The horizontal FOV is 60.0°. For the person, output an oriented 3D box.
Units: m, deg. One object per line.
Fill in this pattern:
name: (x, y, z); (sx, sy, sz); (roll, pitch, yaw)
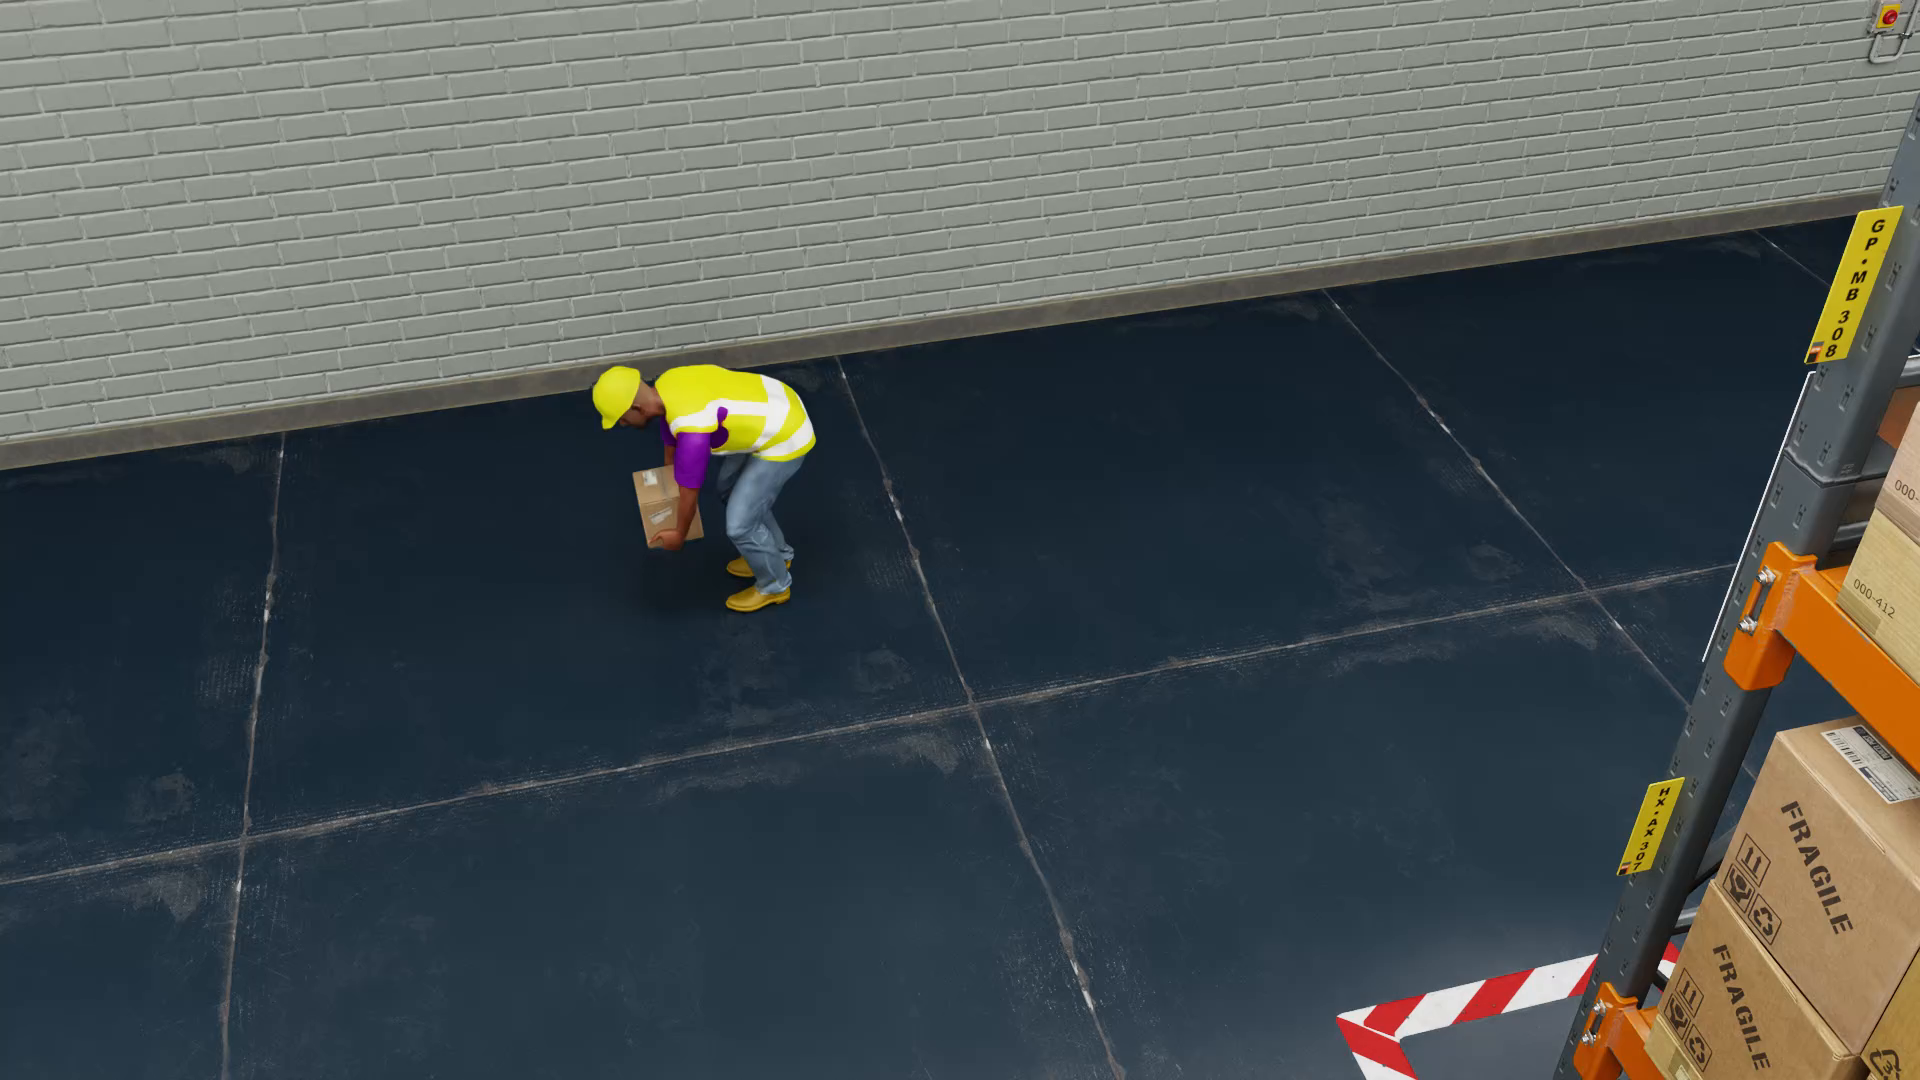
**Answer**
person: (-1.096, -0.257, 7.391); (0.923, 1.311, 0.494); (-11, 39, -13)
